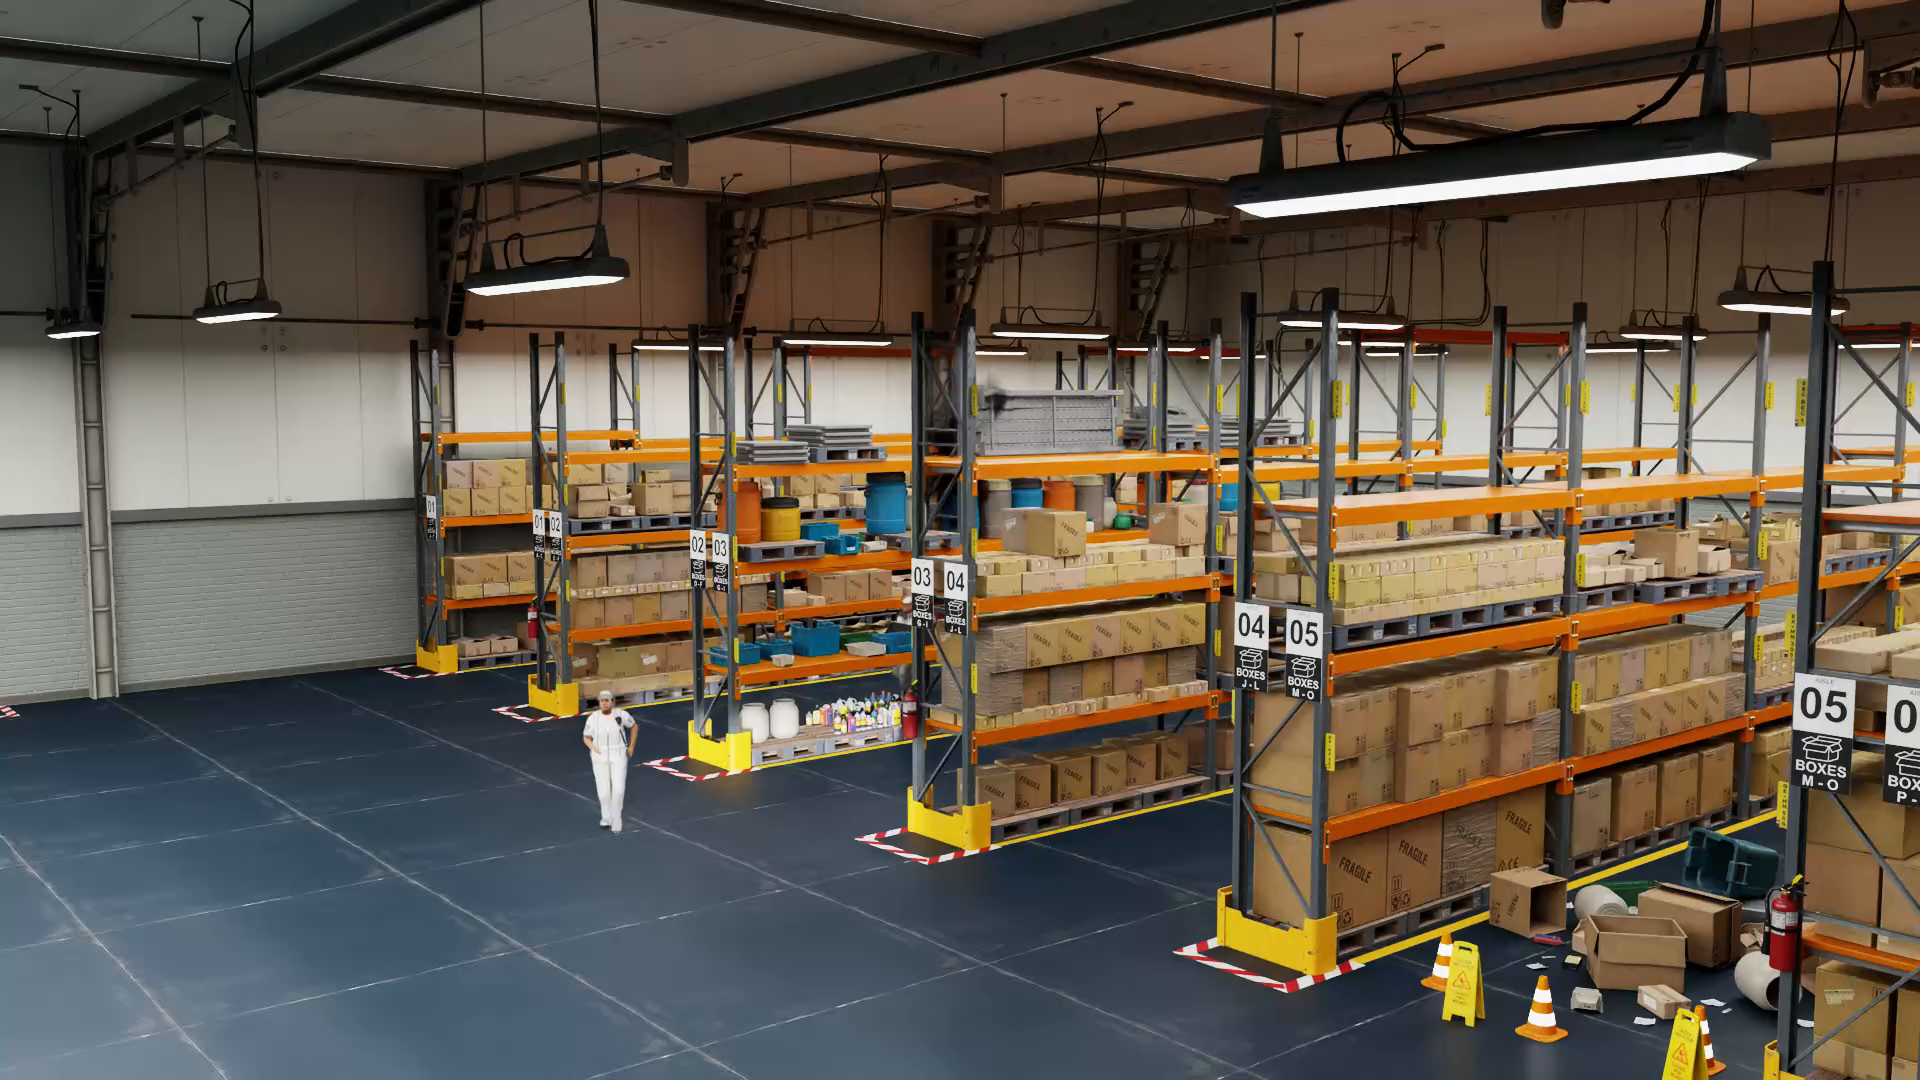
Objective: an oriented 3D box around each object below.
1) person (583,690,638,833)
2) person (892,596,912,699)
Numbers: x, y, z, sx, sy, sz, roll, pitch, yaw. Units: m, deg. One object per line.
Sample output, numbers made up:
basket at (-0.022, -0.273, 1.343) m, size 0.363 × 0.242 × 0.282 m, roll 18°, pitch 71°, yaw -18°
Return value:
person at (-4.071, 2.568, 19.335) m, size 0.610 × 1.663 × 0.648 m, roll -1°, pitch 5°, yaw -5°
person at (-0.849, 1.783, 27.277) m, size 0.667 × 1.728 × 0.597 m, roll 4°, pitch 7°, yaw 39°
